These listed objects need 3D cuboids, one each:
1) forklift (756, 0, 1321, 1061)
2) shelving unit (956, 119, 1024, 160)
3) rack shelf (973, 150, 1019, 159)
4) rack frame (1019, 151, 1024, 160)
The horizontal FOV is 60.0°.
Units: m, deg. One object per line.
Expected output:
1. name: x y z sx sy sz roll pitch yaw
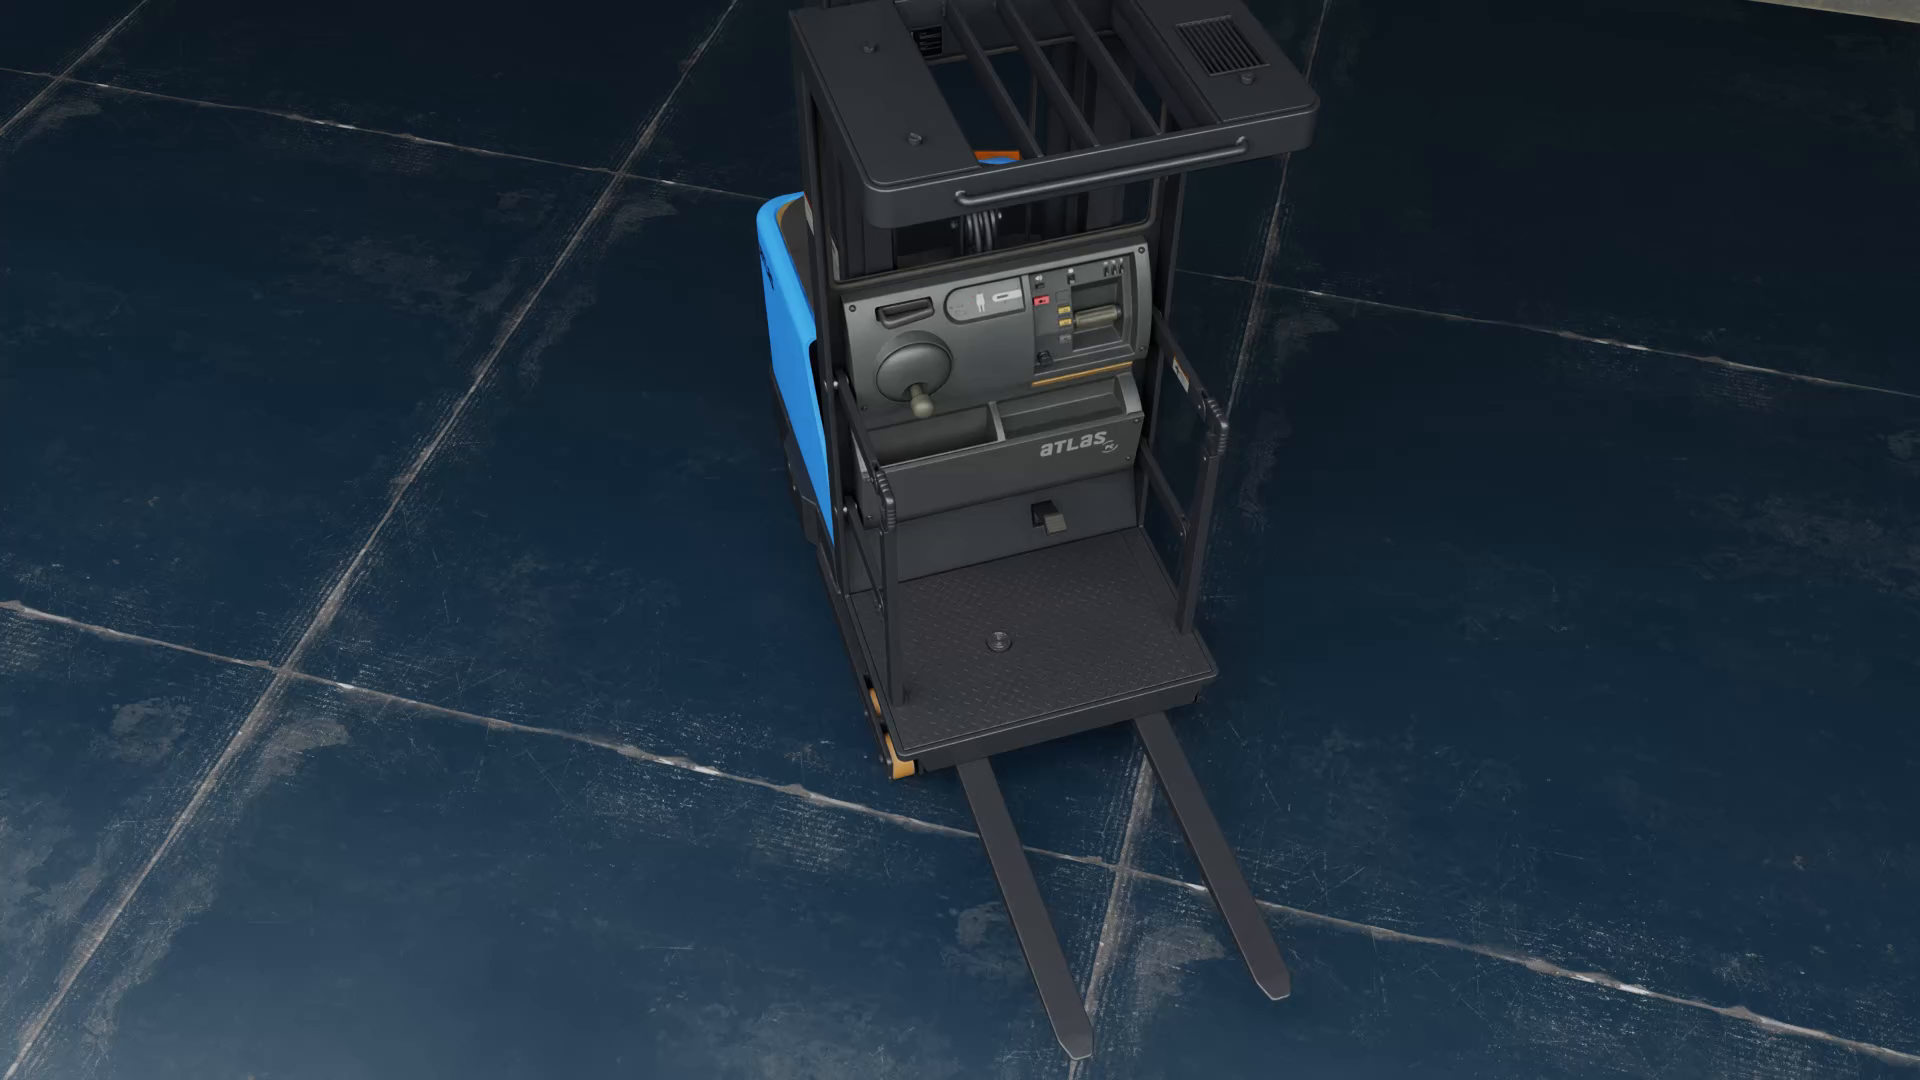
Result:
1. forklift: 0.187 -0.519 4.753 1.130 2.935 3.031 -13 50 -11
2. shelving unit: 0.108 -1.158 6.572 0.252 1.050 0.215 0 49 0
3. rack shelf: 0.108 -1.339 6.367 0.240 0.259 0.215 0 49 0
4. rack frame: 0.230 -1.159 6.573 0.008 1.050 0.200 0 49 0
